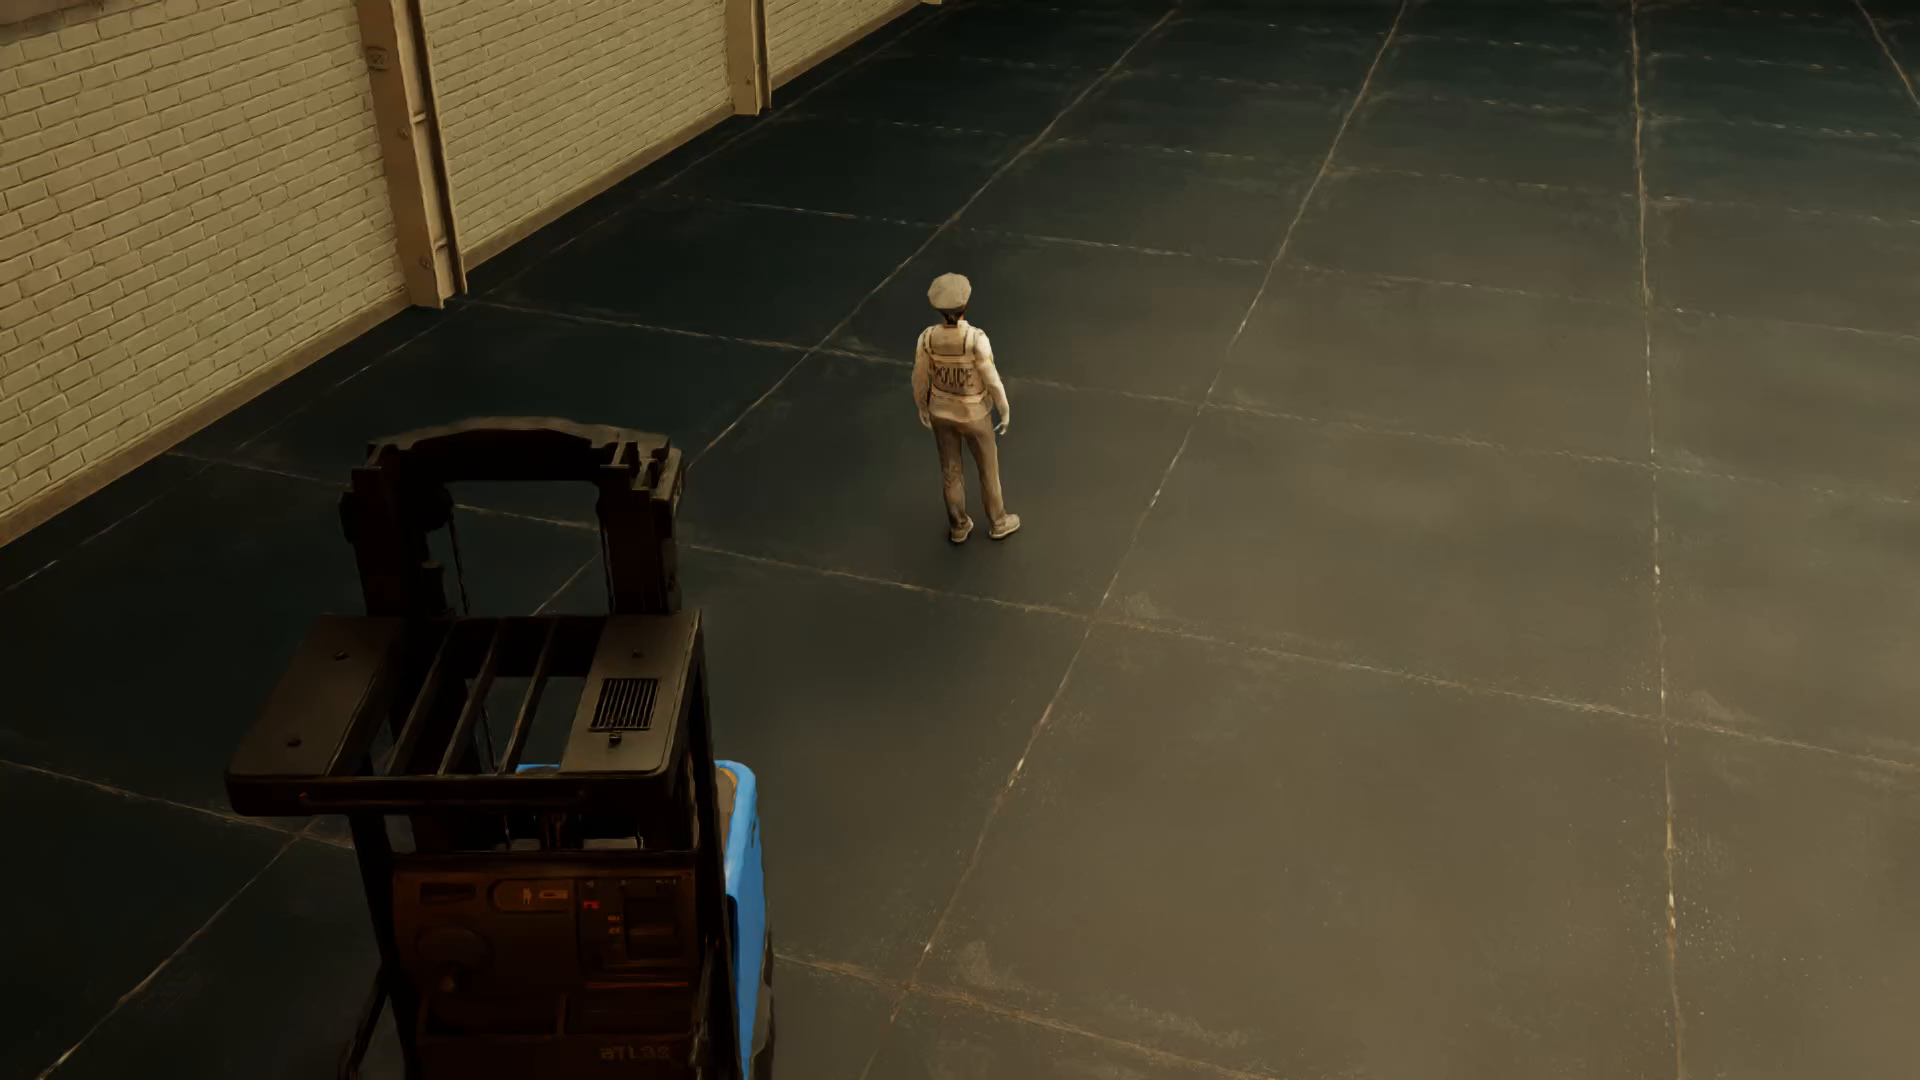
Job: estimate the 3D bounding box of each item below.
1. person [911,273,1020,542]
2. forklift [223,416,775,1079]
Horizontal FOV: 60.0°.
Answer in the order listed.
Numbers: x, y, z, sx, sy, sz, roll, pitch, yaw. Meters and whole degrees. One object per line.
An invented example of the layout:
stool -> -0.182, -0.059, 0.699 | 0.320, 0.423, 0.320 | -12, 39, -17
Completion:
person -> 0.029, -0.773, 9.726 | 0.586, 1.695, 0.532 | 10, 31, 16
forklift -> -1.271, 1.244, 4.953 | 1.130, 2.935, 3.031 | -1, 30, -1
